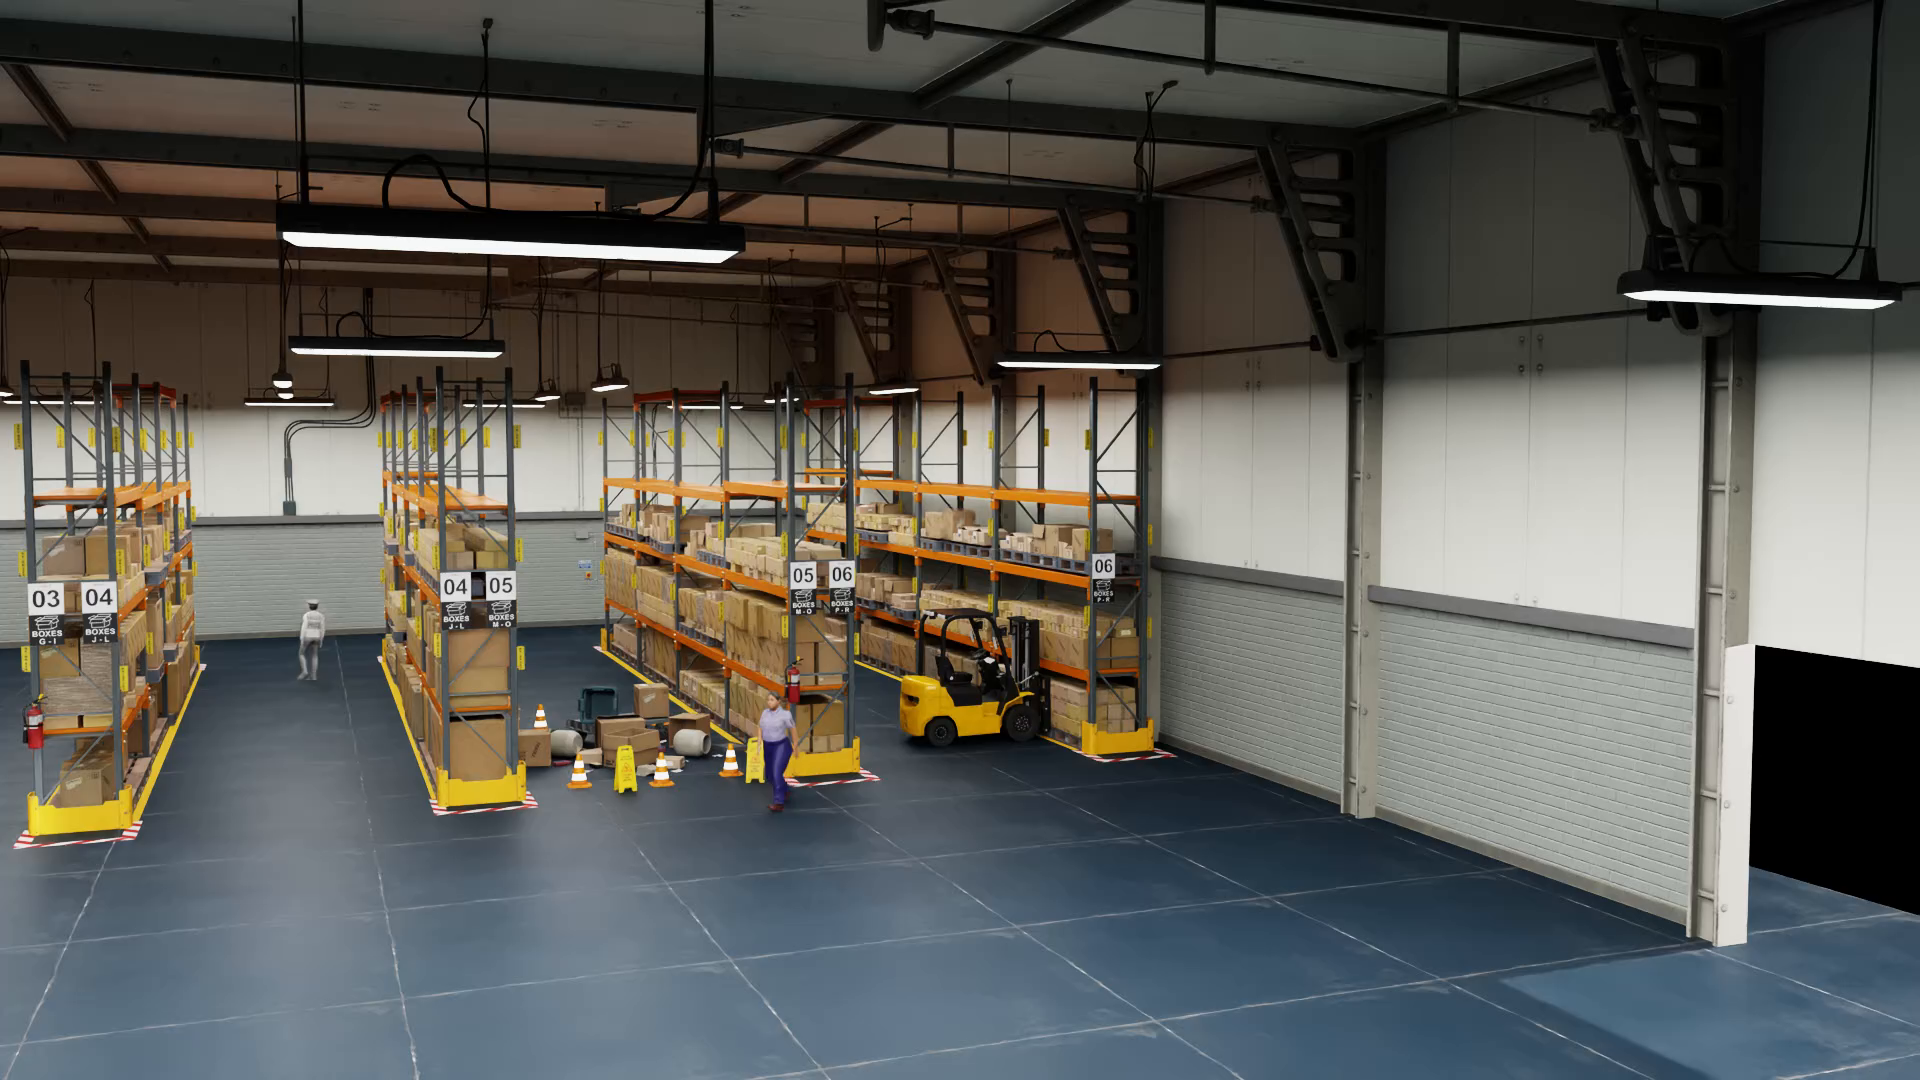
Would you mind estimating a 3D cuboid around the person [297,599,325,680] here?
[{"bbox_3d":[-13.506,2.076,34.586,0.585,1.681,0.383,-3,4,-37],"label":"person"}]

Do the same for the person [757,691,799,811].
[{"bbox_3d":[-2.487,2.855,22.683,0.572,1.597,0.833,3,4,37],"label":"person"}]
